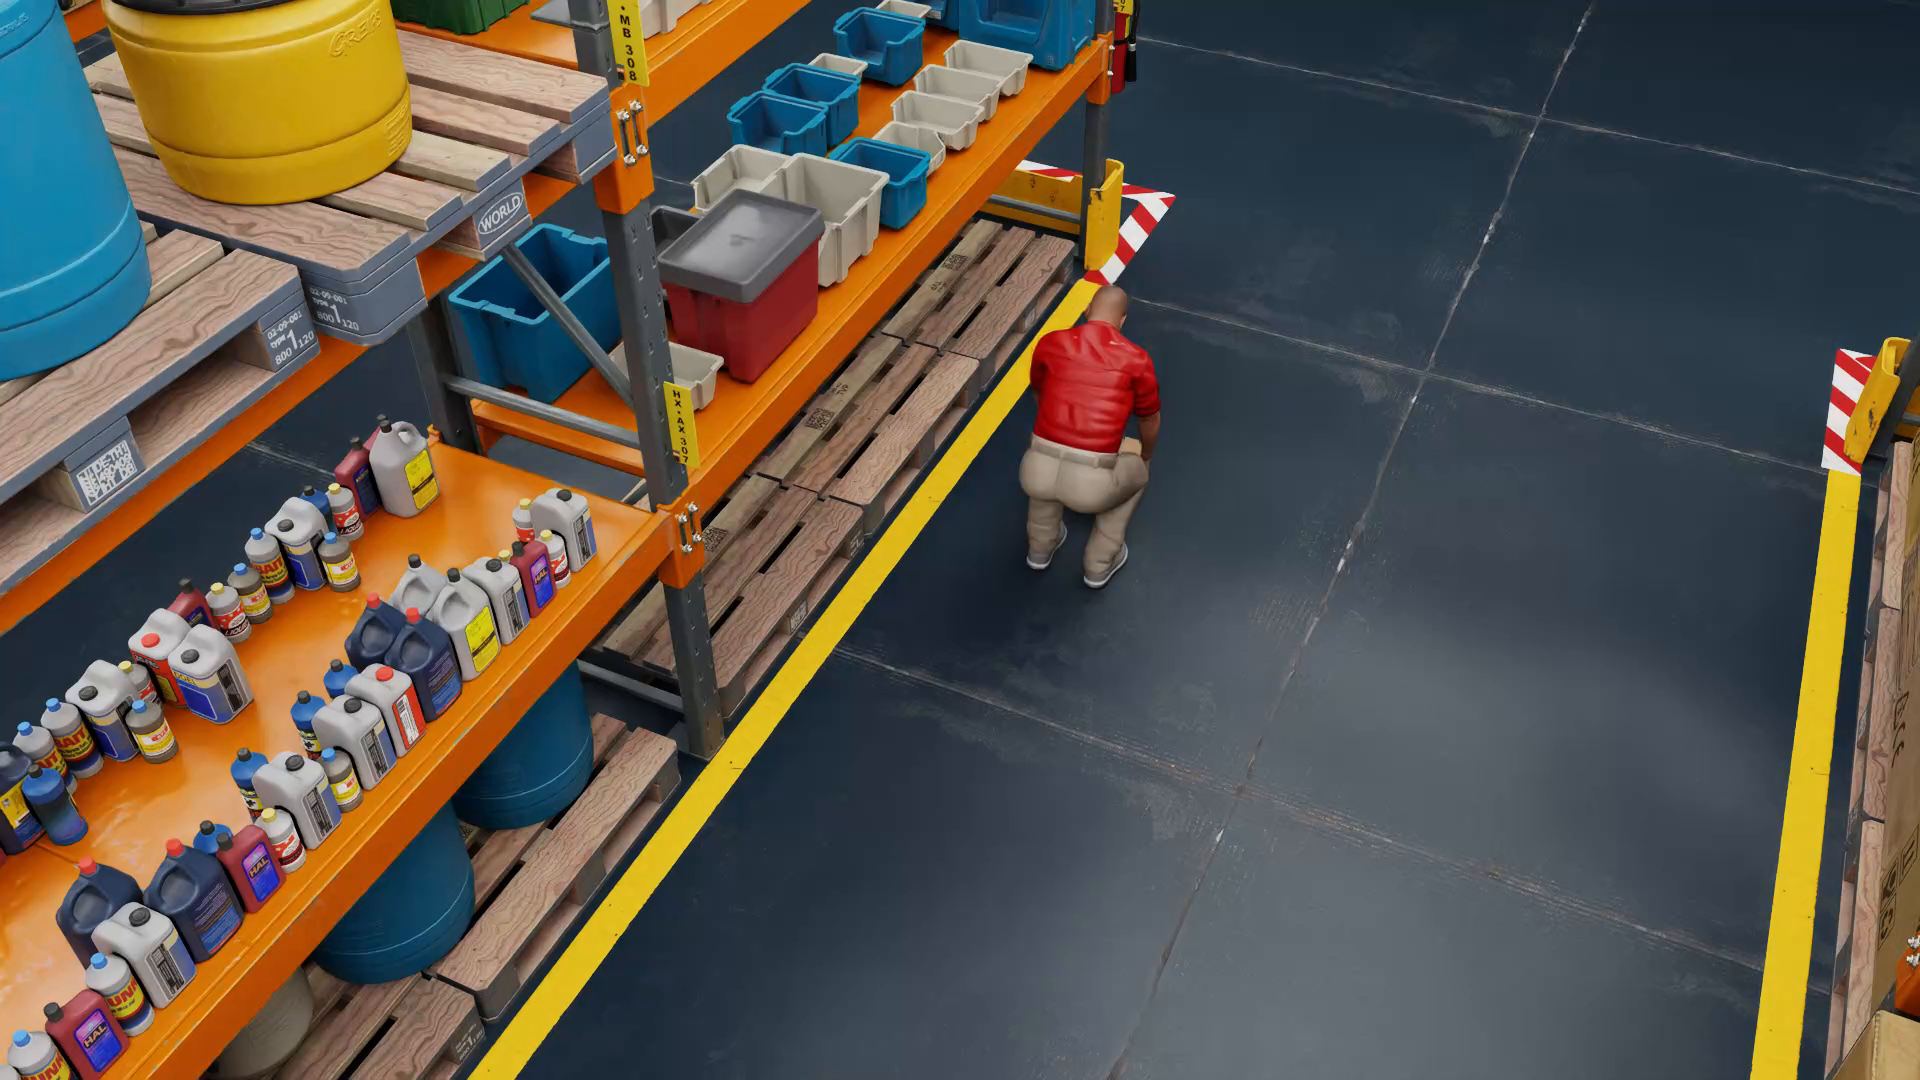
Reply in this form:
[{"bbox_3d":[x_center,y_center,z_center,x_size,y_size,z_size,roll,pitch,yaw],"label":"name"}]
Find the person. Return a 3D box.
[{"bbox_3d":[0.590,-0.419,7.180,0.520,1.014,0.962,15,44,17],"label":"person"}]
